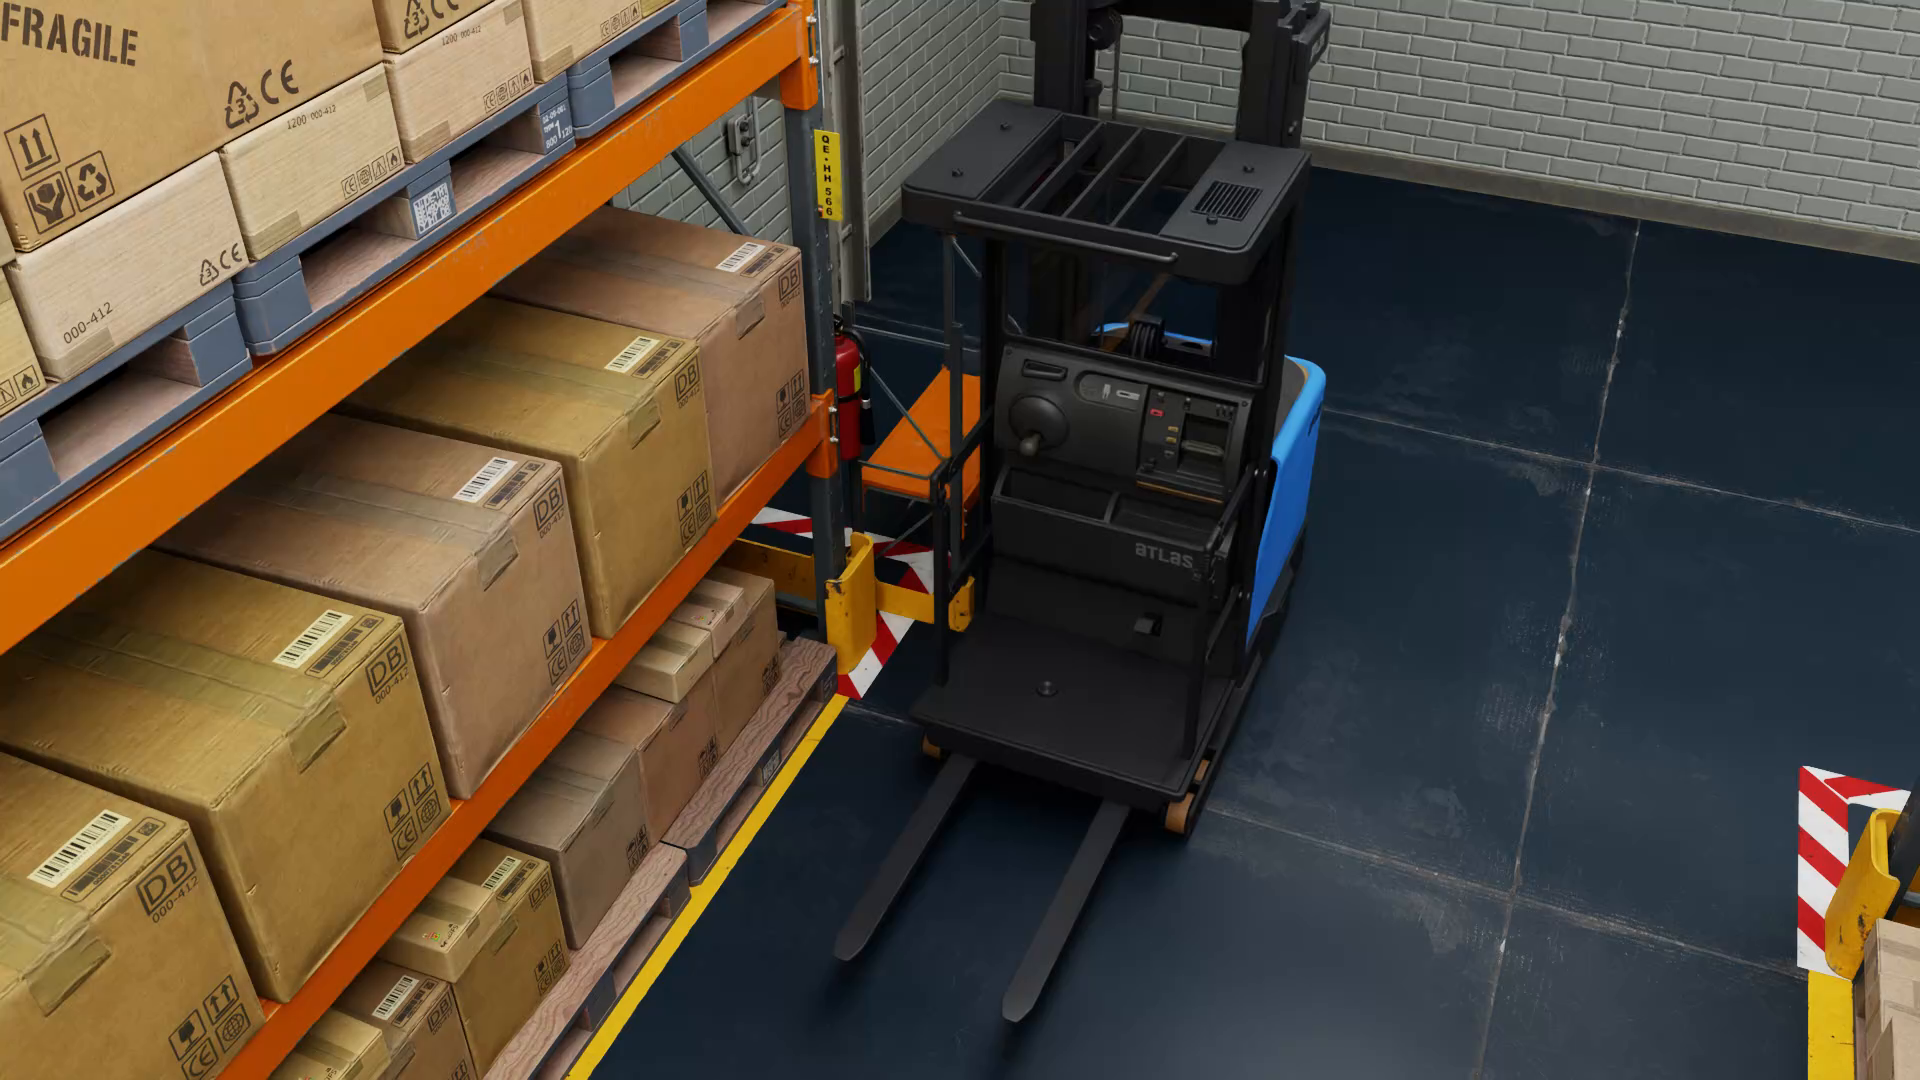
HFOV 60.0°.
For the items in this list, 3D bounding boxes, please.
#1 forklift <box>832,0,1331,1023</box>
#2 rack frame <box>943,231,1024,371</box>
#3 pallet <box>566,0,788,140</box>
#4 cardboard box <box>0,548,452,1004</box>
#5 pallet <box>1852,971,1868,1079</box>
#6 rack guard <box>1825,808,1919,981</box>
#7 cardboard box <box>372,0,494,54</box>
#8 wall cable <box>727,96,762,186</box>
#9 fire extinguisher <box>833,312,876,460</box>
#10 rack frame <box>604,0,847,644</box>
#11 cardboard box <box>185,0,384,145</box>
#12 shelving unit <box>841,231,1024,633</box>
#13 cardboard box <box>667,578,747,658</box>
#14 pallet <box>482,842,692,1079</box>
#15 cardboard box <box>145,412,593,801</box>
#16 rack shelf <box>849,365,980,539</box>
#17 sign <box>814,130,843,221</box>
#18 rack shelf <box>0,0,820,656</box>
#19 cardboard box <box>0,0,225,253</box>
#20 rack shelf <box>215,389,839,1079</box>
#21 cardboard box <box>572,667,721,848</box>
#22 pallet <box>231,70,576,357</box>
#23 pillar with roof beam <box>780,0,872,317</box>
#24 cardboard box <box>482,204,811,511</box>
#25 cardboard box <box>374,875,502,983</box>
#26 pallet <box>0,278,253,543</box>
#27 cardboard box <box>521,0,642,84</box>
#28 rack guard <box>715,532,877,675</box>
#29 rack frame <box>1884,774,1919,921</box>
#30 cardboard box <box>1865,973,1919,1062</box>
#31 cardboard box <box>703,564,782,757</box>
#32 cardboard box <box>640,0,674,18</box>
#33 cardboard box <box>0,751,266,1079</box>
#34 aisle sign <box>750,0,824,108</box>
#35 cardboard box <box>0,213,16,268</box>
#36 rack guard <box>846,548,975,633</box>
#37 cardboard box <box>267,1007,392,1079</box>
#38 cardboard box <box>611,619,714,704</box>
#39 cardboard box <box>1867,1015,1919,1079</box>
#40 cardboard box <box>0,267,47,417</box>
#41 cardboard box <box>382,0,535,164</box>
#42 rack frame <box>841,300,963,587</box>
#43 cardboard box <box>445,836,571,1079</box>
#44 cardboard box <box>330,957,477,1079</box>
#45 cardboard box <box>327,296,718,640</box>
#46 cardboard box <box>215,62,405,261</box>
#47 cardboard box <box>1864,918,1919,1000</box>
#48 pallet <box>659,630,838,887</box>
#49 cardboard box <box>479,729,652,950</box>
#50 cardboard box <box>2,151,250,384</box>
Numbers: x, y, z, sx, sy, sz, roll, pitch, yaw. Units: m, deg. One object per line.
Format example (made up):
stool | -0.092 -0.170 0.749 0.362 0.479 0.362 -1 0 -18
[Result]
forklift | 0.488 -0.363 5.787 1.130 2.935 3.031 15 39 19
rack frame | 0.161 -0.835 7.614 0.500 1.500 0.032 14 39 18
pallet | -1.227 -1.588 4.938 1.003 0.211 1.213 14 39 18
cardboard box | -1.972 0.559 4.245 0.980 0.700 0.700 13 39 17
pallet | 3.296 1.892 5.043 1.003 0.211 1.213 14 39 18
rack guard | 3.599 1.334 5.547 1.175 0.500 0.348 14 39 18
cardboard box | -1.372 -1.453 3.747 0.500 0.500 0.500 12 38 16
wall cable | -1.342 -2.167 7.295 0.084 1.984 1.851 14 39 18
fire extinguisher | -0.471 -0.634 6.468 0.296 0.674 0.183 14 39 18
rack frame | -0.955 -0.835 6.362 1.000 3.000 0.127 14 39 18
cardboard box | -1.573 -1.162 3.359 0.500 0.500 0.500 14 39 18
shelving unit | -0.029 -0.559 7.245 0.587 1.500 1.083 14 39 18
cardboard box | -1.009 0.261 6.091 0.380 0.149 0.250 13 39 17
pallet | -1.652 1.415 5.681 1.003 0.211 1.213 14 39 18
cardboard box | -1.705 0.154 4.787 0.980 0.700 0.700 12 38 16
rack shelf | -0.032 -0.409 7.345 0.538 0.185 1.000 14 39 18
sign | -0.458 -1.263 5.769 0.100 0.325 0.005 14 39 18
rack shelf | -1.716 -0.641 4.198 1.077 0.370 4.000 14 39 18
cardboard box | -1.756 -0.888 2.991 0.500 0.500 0.500 13 39 17
rack shelf | -1.716 0.560 5.096 1.077 0.370 4.000 14 39 18
cardboard box | -1.319 0.685 6.065 0.700 0.500 0.500 14 39 18
pallet | -1.690 -0.910 4.031 1.003 0.211 1.213 14 39 18
pillar with roof beam | 3.254 -3.950 5.518 9.100 9.000 0.400 14 39 18
cardboard box | -1.140 -0.671 5.892 0.980 0.700 0.700 16 40 20
cardboard box | -1.600 1.125 4.935 0.380 0.149 0.250 13 39 16
pallet | -2.156 -0.237 3.131 1.003 0.211 1.213 14 39 18
cardboard box | -1.185 -1.431 4.344 0.500 0.250 0.500 12 39 16
rack guard | -0.946 0.152 7.128 1.175 0.500 0.348 14 39 18
rack frame | 3.628 0.291 4.855 1.000 3.000 0.127 14 39 18
cardboard box | 3.055 1.541 5.181 0.380 0.166 0.250 14 39 18
cardboard box | -1.129 0.408 6.436 0.700 0.500 0.500 14 39 18
cardboard box | -0.988 -1.719 4.730 0.500 0.250 0.500 15 39 19
cardboard box | -2.255 0.962 3.706 0.980 0.700 0.700 14 39 18
aisle sign | -0.650 -1.848 5.546 0.394 0.787 0.004 14 39 18
cardboard box | -1.946 -0.602 2.609 0.500 0.500 0.500 13 39 17
rack guard | -0.218 0.218 7.250 0.587 0.250 0.087 14 39 18
cardboard box | -1.798 1.414 4.549 0.380 0.149 0.250 15 39 19
cardboard box | -1.106 0.402 5.902 0.380 0.149 0.250 15 39 19
cardboard box | 2.968 1.729 4.860 0.500 0.250 0.500 14 39 18
cardboard box | -1.970 -0.293 2.822 0.500 0.250 0.500 14 39 18
cardboard box | -1.378 -1.142 3.957 0.500 0.250 0.500 13 39 16
rack frame | -0.226 -0.272 6.861 0.500 1.500 0.032 14 39 18
cardboard box | -1.706 1.260 5.295 0.700 0.500 0.500 15 39 19
cardboard box | -1.903 1.544 4.916 0.700 0.500 0.500 13 39 17
cardboard box | -1.406 -0.266 5.349 0.980 0.700 0.700 14 39 17
cardboard box | -1.575 -0.858 3.577 0.500 0.250 0.500 13 39 17
cardboard box | 3.151 1.410 5.372 0.380 0.149 0.250 14 39 18
pallet | -1.187 0.742 6.581 1.003 0.211 1.213 14 39 18
cardboard box | -1.510 0.964 5.693 0.700 0.500 0.500 13 39 16
cardboard box | -1.763 -0.572 3.195 0.500 0.250 0.500 13 39 17
